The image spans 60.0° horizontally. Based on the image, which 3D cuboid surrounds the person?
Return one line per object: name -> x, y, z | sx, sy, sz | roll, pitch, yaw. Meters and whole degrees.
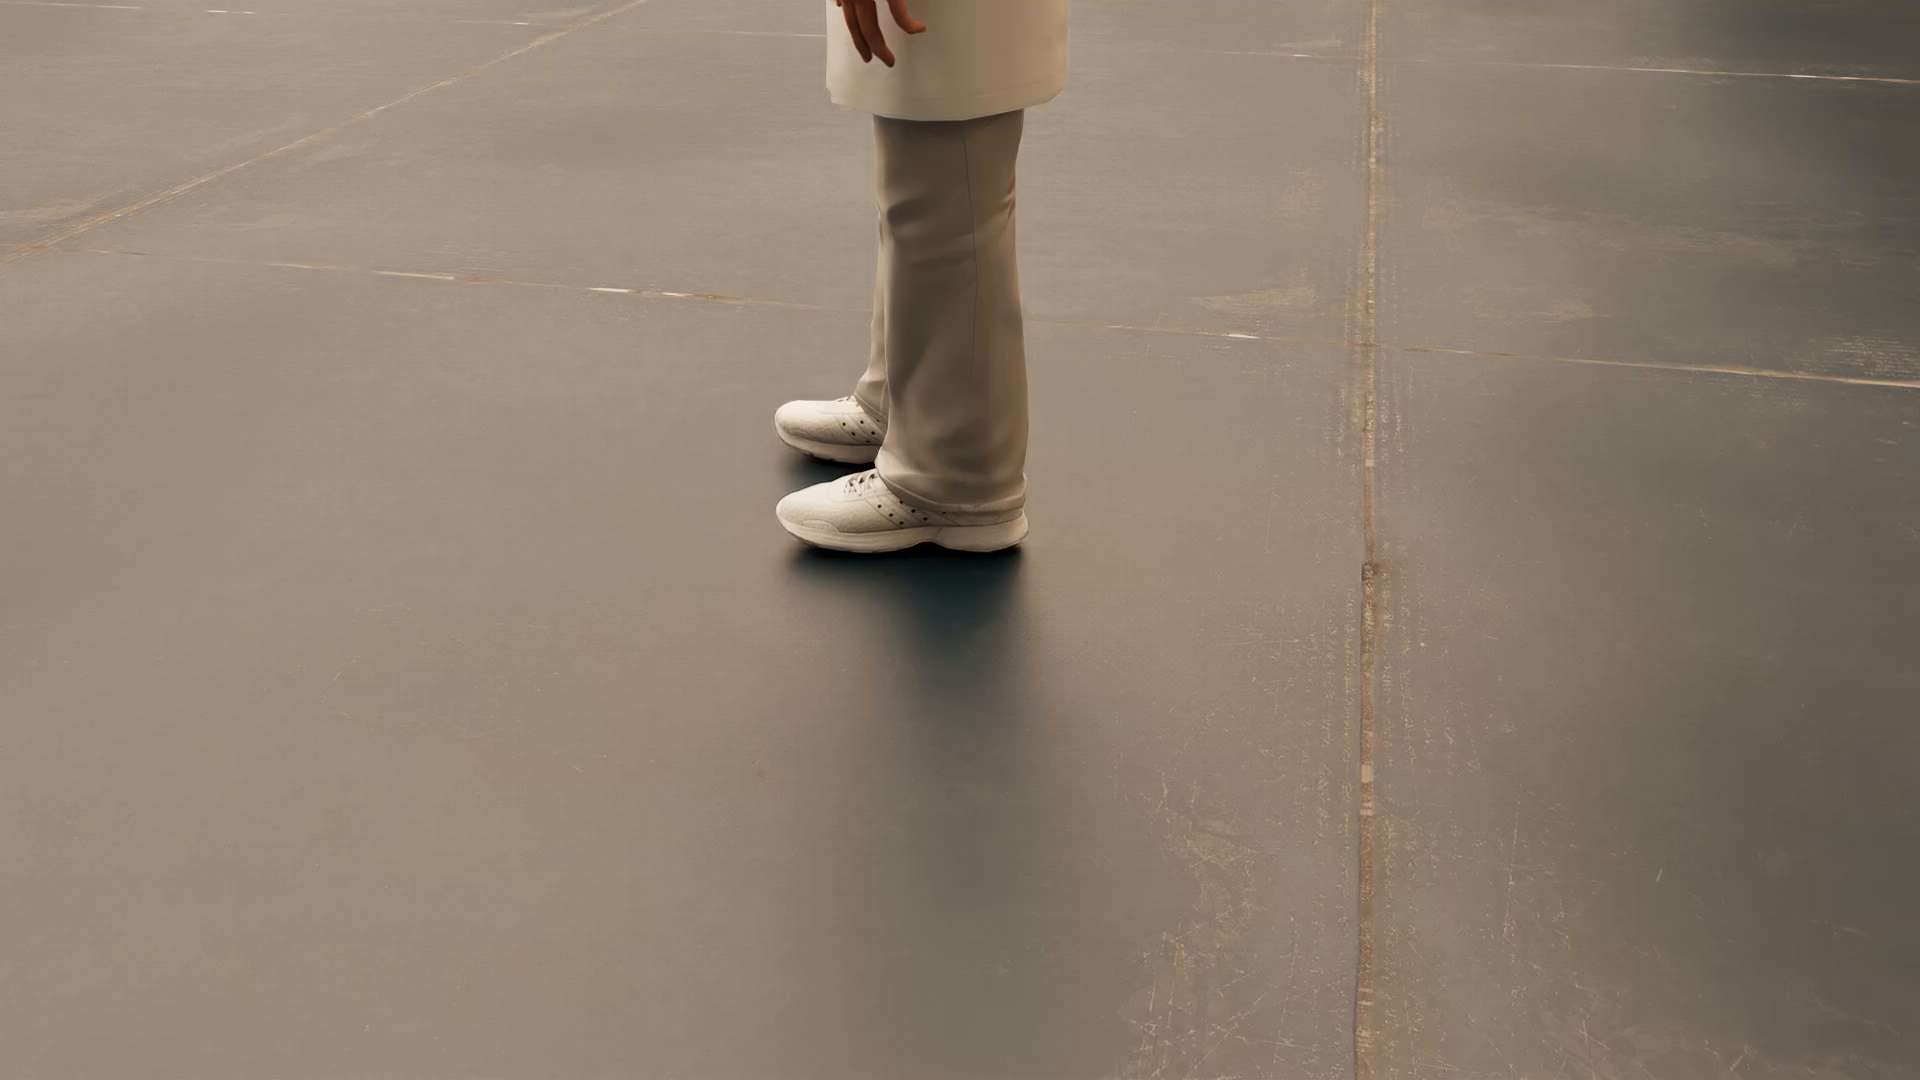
person -> -0.089, -0.811, 2.117 | 0.577, 1.779, 0.698 | 6, 27, 11
